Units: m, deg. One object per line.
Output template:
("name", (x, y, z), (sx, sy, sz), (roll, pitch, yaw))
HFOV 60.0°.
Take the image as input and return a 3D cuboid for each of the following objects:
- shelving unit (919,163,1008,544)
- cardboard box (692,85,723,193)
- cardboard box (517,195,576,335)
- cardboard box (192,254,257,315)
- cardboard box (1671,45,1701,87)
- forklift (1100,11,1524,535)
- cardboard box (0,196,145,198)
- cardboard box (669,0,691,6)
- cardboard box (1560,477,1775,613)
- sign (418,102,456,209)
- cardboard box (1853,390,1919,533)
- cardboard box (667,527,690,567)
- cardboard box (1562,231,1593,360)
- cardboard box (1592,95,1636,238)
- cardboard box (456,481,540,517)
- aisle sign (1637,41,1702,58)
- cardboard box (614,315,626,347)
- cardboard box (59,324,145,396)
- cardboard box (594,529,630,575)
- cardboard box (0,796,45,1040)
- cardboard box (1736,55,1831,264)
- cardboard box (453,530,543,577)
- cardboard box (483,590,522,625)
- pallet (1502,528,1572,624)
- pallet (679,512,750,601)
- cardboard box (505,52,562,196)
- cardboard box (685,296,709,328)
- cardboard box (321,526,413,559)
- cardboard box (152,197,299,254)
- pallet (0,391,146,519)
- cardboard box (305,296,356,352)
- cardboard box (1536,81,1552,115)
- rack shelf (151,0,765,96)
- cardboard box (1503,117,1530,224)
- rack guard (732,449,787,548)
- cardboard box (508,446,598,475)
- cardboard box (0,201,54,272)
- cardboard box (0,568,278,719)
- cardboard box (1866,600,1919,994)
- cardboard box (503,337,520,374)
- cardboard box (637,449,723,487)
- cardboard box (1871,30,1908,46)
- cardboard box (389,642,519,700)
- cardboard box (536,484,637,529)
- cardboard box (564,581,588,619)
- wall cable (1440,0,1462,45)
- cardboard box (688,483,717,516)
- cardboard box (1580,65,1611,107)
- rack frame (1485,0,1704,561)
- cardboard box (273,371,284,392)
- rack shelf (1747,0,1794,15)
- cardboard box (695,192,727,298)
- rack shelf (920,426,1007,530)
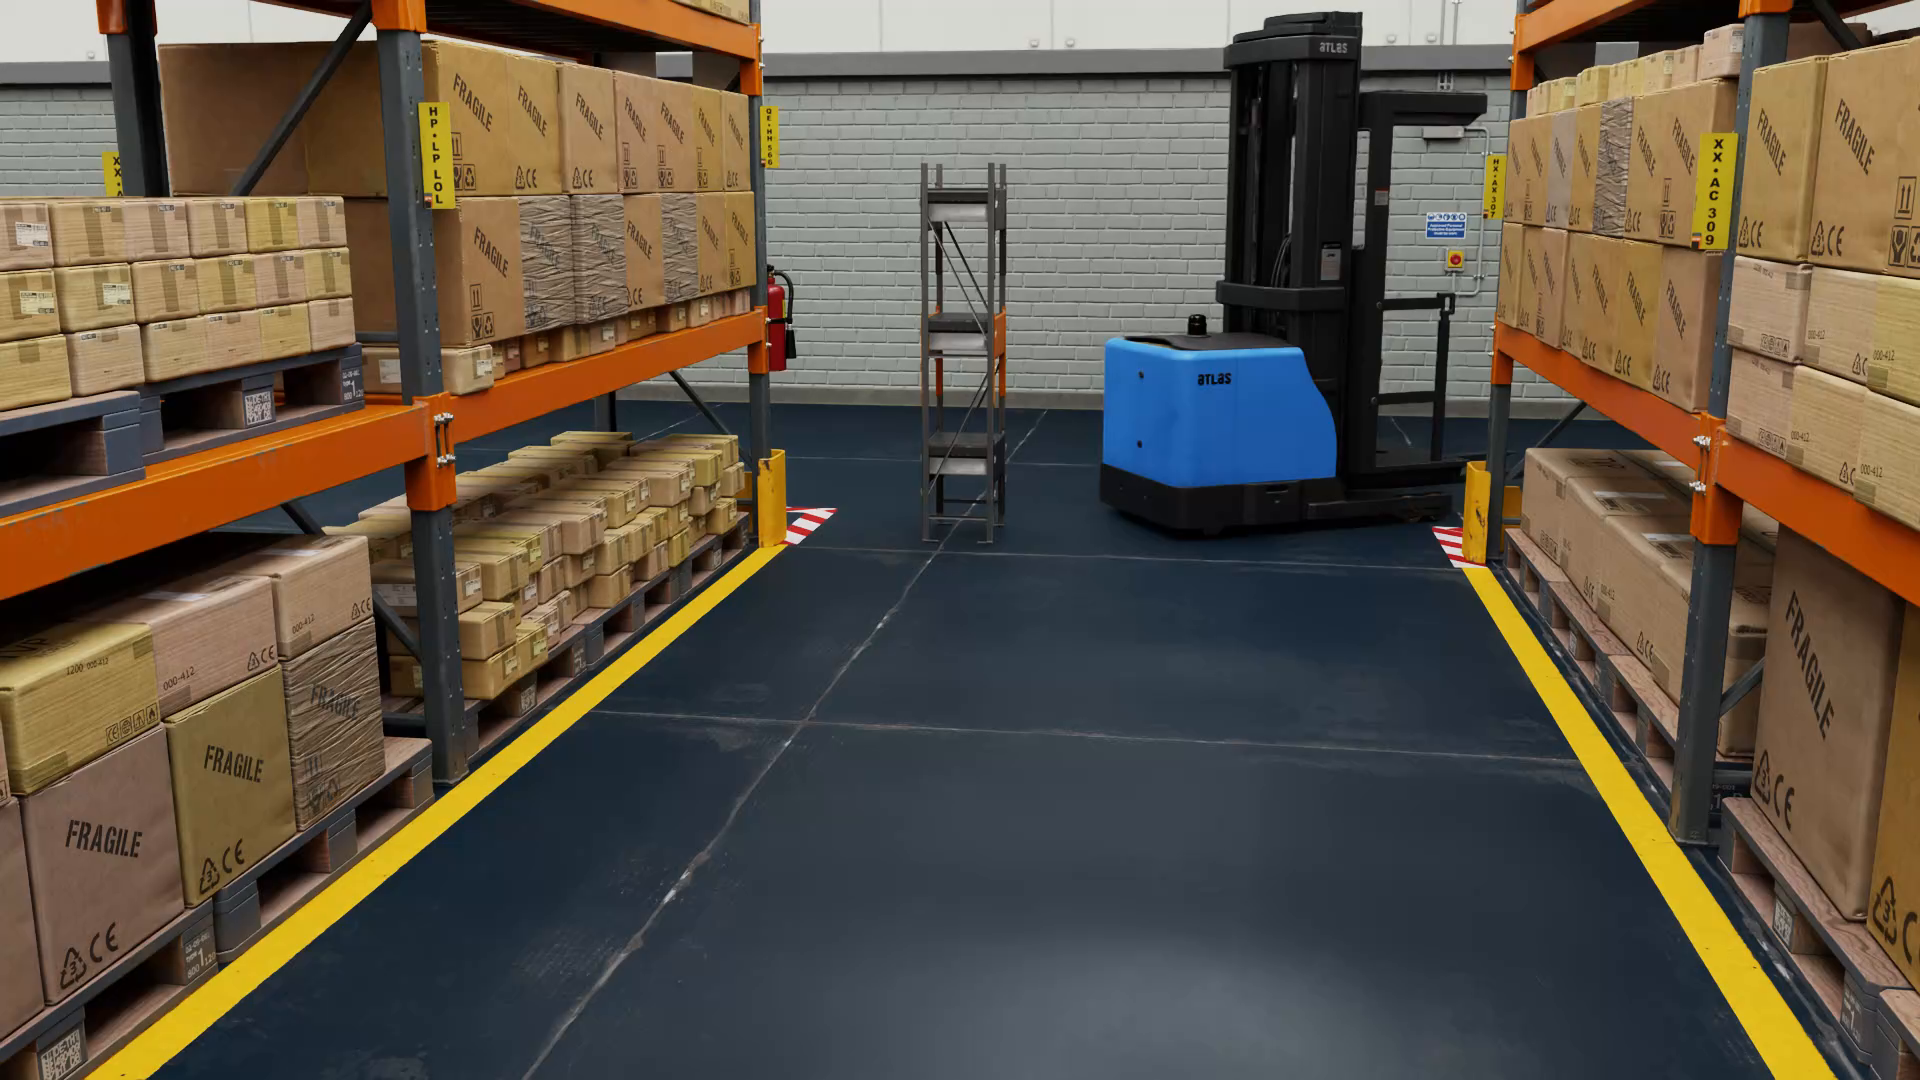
("shelving unit", (0.025, -1.061, 9.432), (0.431, 2.100, 0.503), (2, 12, 9))
("cardboard box", (-1.482, -1.967, 8.182), (0.500, 0.500, 0.500), (1, 12, 7))
("cardboard box", (-1.800, -1.052, 6.312), (0.500, 0.500, 0.500), (2, 12, 9))
("cardboard box", (-2.141, -0.692, 4.478), (0.380, 0.149, 0.250), (2, 12, 11))
("cardboard box", (2.662, -1.606, 5.674), (0.380, 0.149, 0.250), (2, 12, 8))
("forklift", (2.434, -1.634, 10.118), (3.031, 2.935, 1.130), (-5, 13, -21))
("cardboard box", (-2.710, -0.966, 5.043), (0.380, 0.149, 0.250), (3, 12, 12))
("cardboard box", (-1.549, -2.573, 7.548), (0.500, 0.250, 0.500), (2, 12, 11))
("cardboard box", (3.192, 0.026, 7.340), (0.875, 0.438, 0.875), (2, 12, 10))
("sign", (-1.646, -1.208, 5.233), (0.100, 0.325, 0.005), (2, 12, 9))
("cardboard box", (2.211, -0.150, 3.426), (0.500, 0.250, 0.500), (2, 12, 8))
("cardboard box", (-1.522, 0.028, 8.012), (0.380, 0.149, 0.250), (1, 12, 6))
("cardboard box", (2.763, -0.995, 6.753), (0.500, 0.500, 0.500), (2, 12, 11))
("cardboard box", (2.667, -1.377, 6.151), (0.500, 0.500, 0.500), (2, 12, 9))
("cardboard box", (-2.123, -0.167, 7.505), (0.380, 0.149, 0.250), (2, 12, 9))
("aisle sign", (3.645, -2.629, 8.401), (0.394, 0.787, 0.004), (2, 12, 9))
("cardboard box", (-1.678, -0.918, 7.231), (0.380, 0.149, 0.250), (2, 12, 11))
("cardboard box", (-2.216, -0.437, 4.000), (0.380, 0.149, 0.250), (1, 12, 6))
("cardboard box", (-1.659, 0.048, 7.217), (0.380, 0.149, 0.250), (2, 12, 8))
("cardboard box", (-2.301, 0.839, 3.418), (0.500, 0.500, 0.500), (2, 12, 7))
("cardboard box", (2.360, -0.976, 4.290), (0.500, 0.500, 0.500), (2, 12, 9))
("cardboard box", (-1.846, 0.063, 6.438), (0.380, 0.149, 0.250), (2, 12, 8))
("cardboard box", (-1.872, 0.263, 6.219), (0.380, 0.149, 0.250), (2, 12, 9))
("pallet", (3.282, 0.179, 8.161), (1.003, 0.211, 1.213), (2, 12, 9))
("pallet", (-1.751, 0.055, 8.739), (1.003, 0.211, 1.213), (2, 12, 9))
("cardboard box", (-1.820, -1.537, 6.190), (0.500, 0.500, 0.500), (2, 12, 7))
("cardboard box", (-1.466, -1.135, 8.238), (0.380, 0.149, 0.250), (2, 12, 10))
("cardboard box", (-2.366, 0.049, 6.505), (0.380, 0.149, 0.250), (2, 12, 8))
("cardboard box", (-2.104, -0.887, 4.677), (0.380, 0.149, 0.250), (2, 12, 7))
("pallet", (-2.546, -0.147, 3.509), (1.003, 0.211, 1.213), (2, 12, 9))
("cardboard box", (-2.060, -0.653, 5.003), (0.380, 0.149, 0.250), (2, 12, 7))
("cardboard box", (2.876, -2.036, 7.669), (0.380, 0.149, 0.250), (2, 12, 10))
("rack shelf", (-1.887, -2.191, 7.126), (1.077, 0.370, 4.000), (2, 12, 9))
("cardboard box", (2.972, -1.800, 8.115), (0.500, 0.500, 0.500), (2, 12, 7))
("rack guard", (-1.591, -0.255, 9.488), (1.175, 0.500, 0.348), (2, 12, 9))
("cardboard box", (-2.085, -0.387, 8.528), (0.380, 0.149, 0.250), (2, 12, 8))
("cardboard box", (-2.265, -0.672, 3.678), (0.380, 0.149, 0.250), (1, 12, 6))
("cardboard box", (-2.152, 0.260, 4.323), (0.500, 0.250, 0.500), (2, 12, 11))
("cardboard box", (2.564, 0.633, 3.483), (0.875, 0.875, 0.875), (2, 12, 10))
("cardboard box", (-1.872, -0.699, 6.212), (0.380, 0.149, 0.250), (1, 12, 6))
("cardboard box", (-1.420, -0.368, 8.439), (0.380, 0.149, 0.250), (2, 12, 7))
("cardboard box", (3.041, -1.486, 5.120), (0.380, 0.149, 0.250), (2, 12, 9))
("cardboard box", (-1.821, 0.463, 5.994), (0.380, 0.149, 0.250), (1, 12, 6))
("cardboard box", (-1.671, -0.152, 7.435), (0.380, 0.149, 0.250), (2, 12, 9))
("cardboard box", (-1.797, 0.243, 7.017), (0.380, 0.149, 0.250), (1, 12, 6))
("wall cable", (3.924, -5.479, 13.556), (0.463, 3.000, 0.029), (2, 12, 9))
("cardboard box", (-1.457, -0.222, 8.468), (0.380, 0.149, 0.250), (1, 12, 6))
("cardboard box", (2.719, -1.821, 6.675), (0.380, 0.149, 0.250), (2, 12, 7))
("rack frame", (3.327, -1.353, 8.652), (1.000, 3.000, 0.127), (2, 12, 9))
("cardboard box", (-2.382, -0.604, 5.772), (0.380, 0.149, 0.250), (2, 12, 8))
("rack shelf", (2.404, -1.219, 2.616), (1.077, 0.370, 4.000), (2, 12, 9))
("cardboard box", (-1.479, -1.478, 8.287), (0.500, 0.500, 0.500), (2, 12, 8))
("rack shelf", (0.025, -0.363, 9.582), (0.431, 0.518, 0.480), (2, 12, 9))
